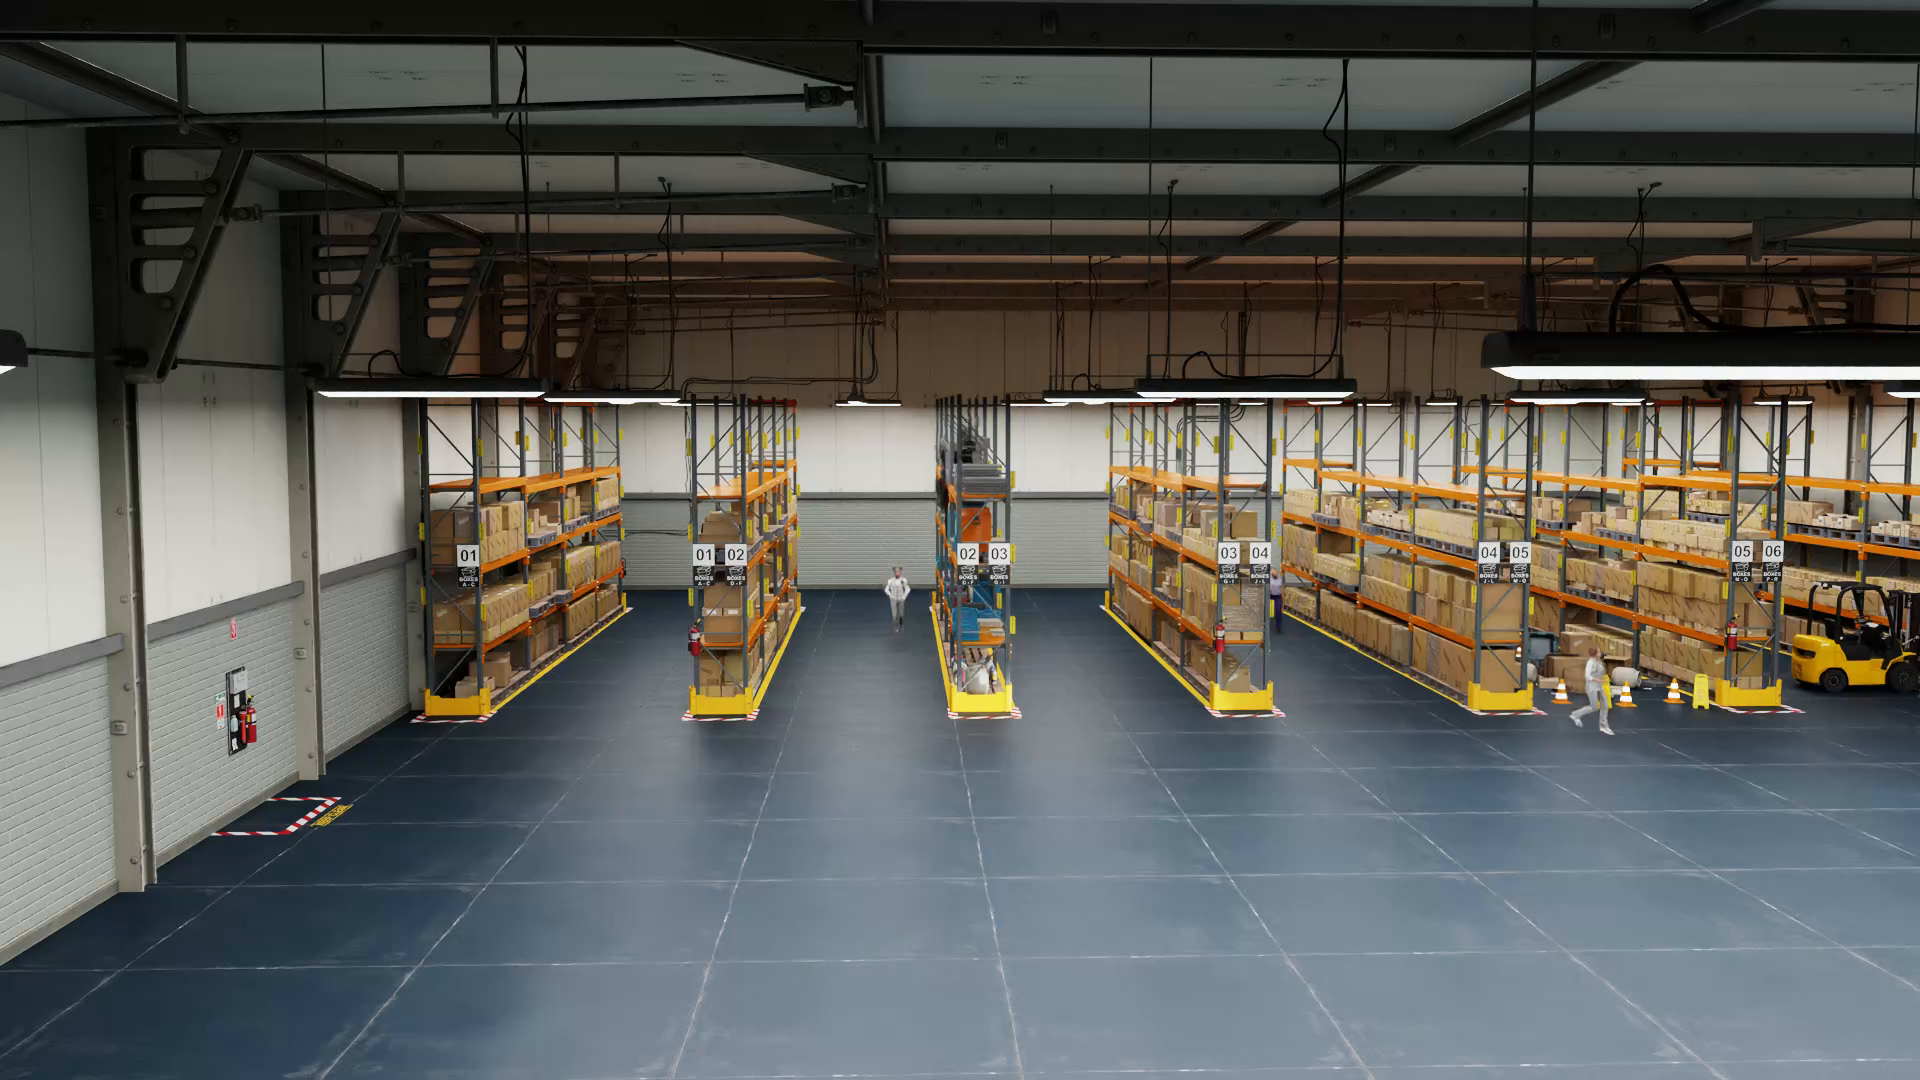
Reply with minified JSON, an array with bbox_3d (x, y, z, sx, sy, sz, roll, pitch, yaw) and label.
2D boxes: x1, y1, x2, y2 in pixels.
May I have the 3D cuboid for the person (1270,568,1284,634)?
[{"bbox_3d":[8.068,1.537,42.730,0.613,1.650,0.930,0,5,-2],"label":"person"}]

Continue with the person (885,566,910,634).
[{"bbox_3d":[-1.513,1.453,40.240,0.612,1.652,0.530,0,5,-3],"label":"person"}]

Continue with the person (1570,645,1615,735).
[{"bbox_3d":[11.185,2.643,29.431,0.786,1.581,0.581,4,6,39],"label":"person"}]
